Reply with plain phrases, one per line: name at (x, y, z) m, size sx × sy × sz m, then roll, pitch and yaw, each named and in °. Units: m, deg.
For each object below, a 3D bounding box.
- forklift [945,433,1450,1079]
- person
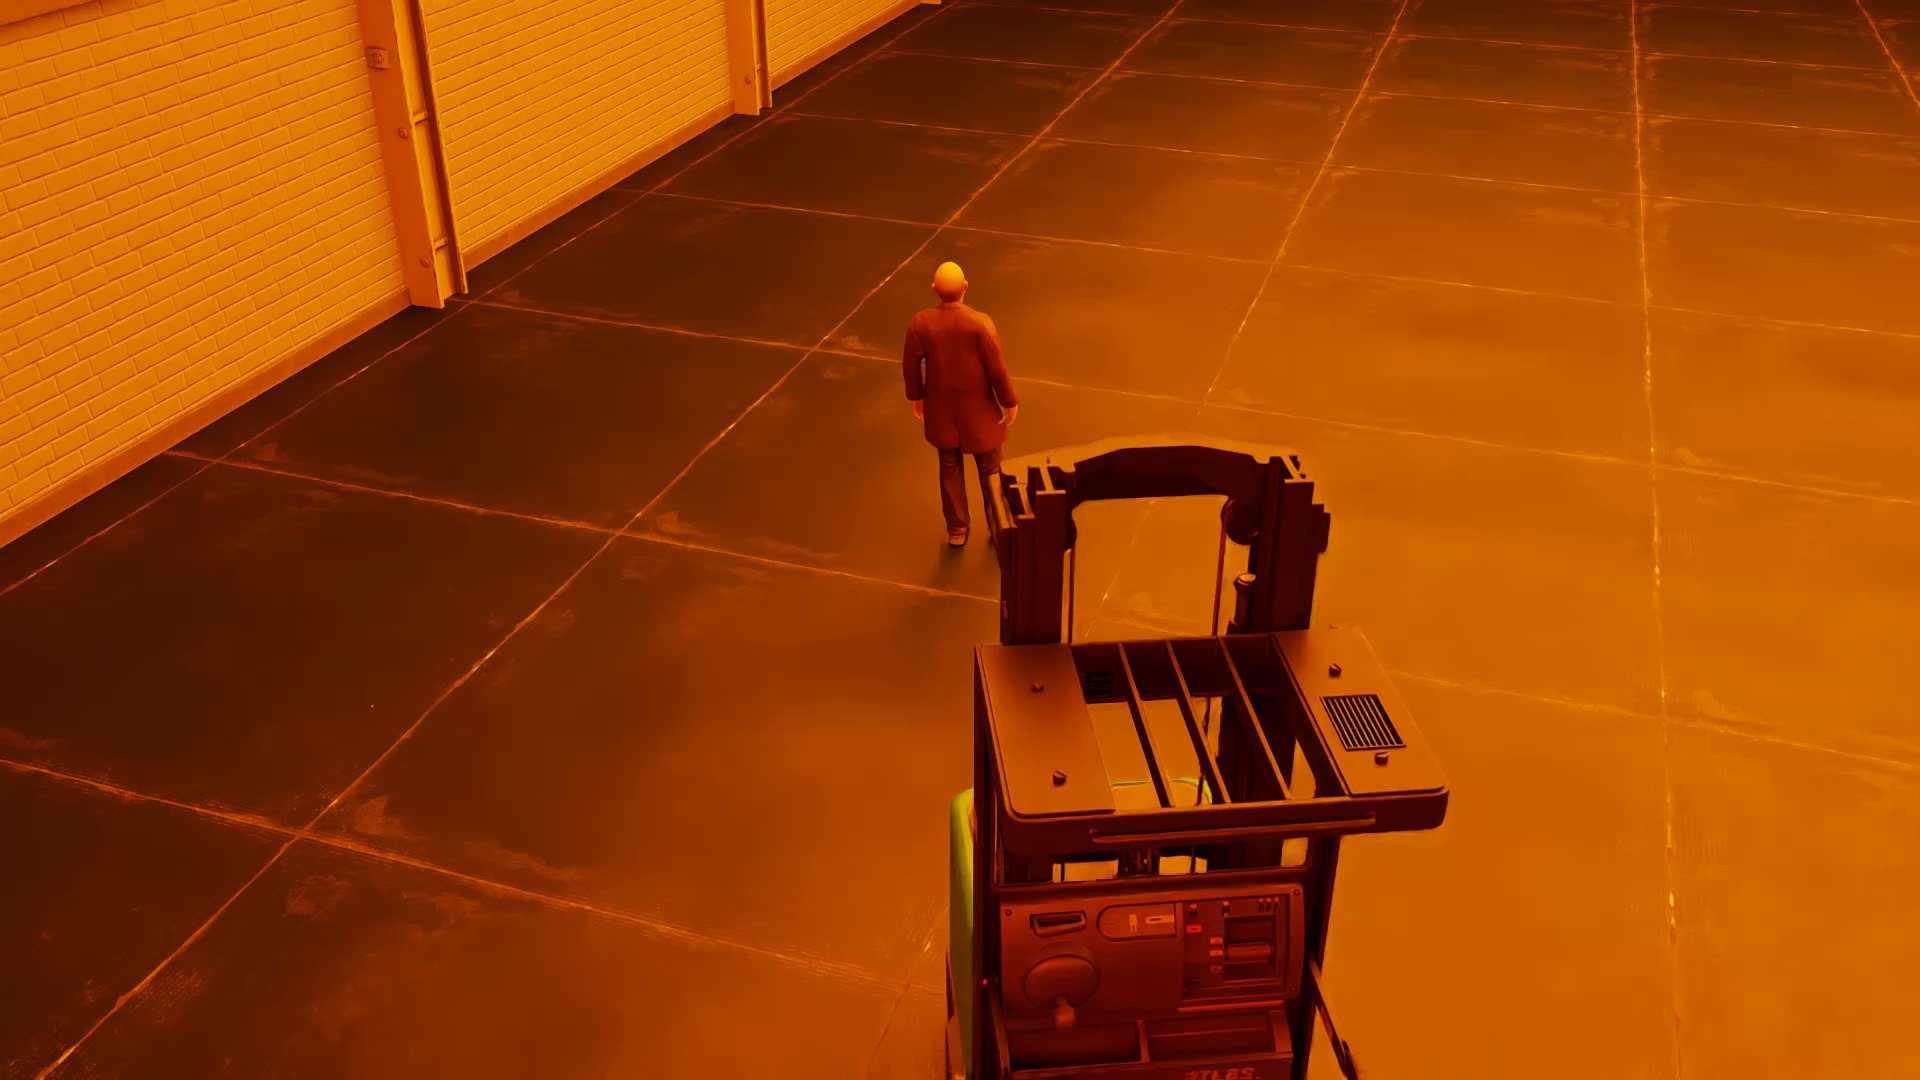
forklift at (0.608, 1.300, 4.856) m, size 1.130 × 2.935 × 3.031 m, roll -3°, pitch 30°, yaw -5°
person at (0.034, -0.820, 9.726) m, size 0.696 × 1.775 × 0.582 m, roll 10°, pitch 31°, yaw 16°
